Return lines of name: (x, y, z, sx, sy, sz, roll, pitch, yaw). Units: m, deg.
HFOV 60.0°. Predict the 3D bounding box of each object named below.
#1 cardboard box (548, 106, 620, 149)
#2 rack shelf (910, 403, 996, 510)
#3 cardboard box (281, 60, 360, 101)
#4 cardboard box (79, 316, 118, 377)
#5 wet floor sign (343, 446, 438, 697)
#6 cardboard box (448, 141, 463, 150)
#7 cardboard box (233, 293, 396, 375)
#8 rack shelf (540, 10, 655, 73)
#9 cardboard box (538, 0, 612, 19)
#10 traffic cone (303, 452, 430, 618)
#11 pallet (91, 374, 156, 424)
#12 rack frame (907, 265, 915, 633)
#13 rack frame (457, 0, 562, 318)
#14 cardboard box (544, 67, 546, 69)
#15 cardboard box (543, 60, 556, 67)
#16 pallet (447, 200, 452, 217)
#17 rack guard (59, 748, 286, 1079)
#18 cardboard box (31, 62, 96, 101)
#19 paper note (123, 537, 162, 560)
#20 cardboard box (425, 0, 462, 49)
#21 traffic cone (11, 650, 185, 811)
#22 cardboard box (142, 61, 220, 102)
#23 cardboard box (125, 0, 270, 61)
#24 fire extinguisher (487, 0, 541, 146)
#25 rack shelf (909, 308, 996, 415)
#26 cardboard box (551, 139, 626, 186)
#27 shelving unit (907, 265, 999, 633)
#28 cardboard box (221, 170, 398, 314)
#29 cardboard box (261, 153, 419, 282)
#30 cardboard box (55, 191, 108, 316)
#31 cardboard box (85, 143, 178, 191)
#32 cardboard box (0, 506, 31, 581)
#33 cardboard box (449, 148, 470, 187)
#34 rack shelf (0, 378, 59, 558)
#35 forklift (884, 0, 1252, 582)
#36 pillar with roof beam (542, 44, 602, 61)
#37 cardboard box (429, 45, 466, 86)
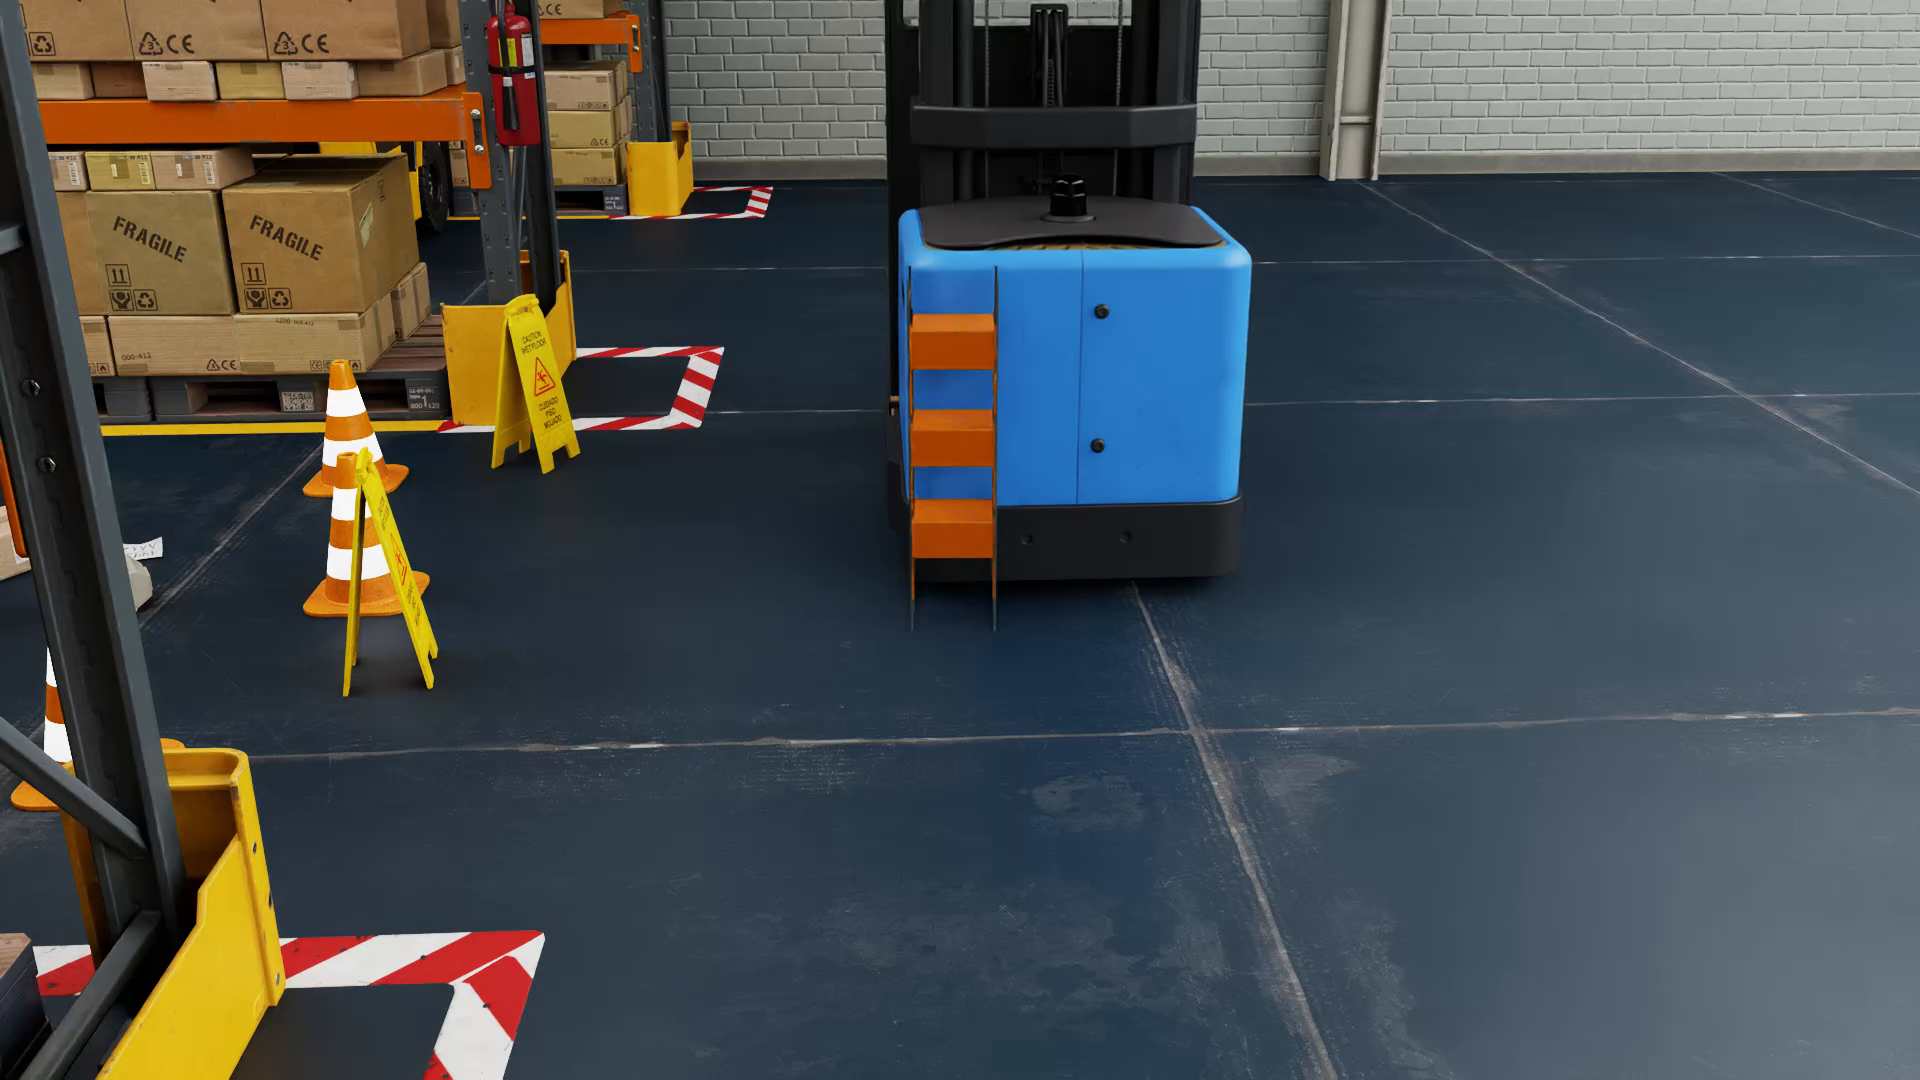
cardboard box: (-2.642, -2.870, 11.516, 0.500, 0.250, 0.500, -1, 21, -4)
rack shelf: (-0.020, -0.242, 4.812, 0.240, 0.259, 0.215, 0, 21, 0)
cardboard box: (-2.494, -1.838, 6.585, 0.250, 0.149, 0.380, -1, 21, -4)
cardboard box: (-3.718, -0.862, 6.944, 0.500, 0.250, 0.500, -2, 21, -5)
wet floor sign: (-1.587, 0.069, 4.532, 0.232, 0.644, 0.267, -5, 21, -12)
cardboard box: (-3.657, -2.846, 11.452, 0.500, 0.250, 0.500, -2, 21, -4)
cardboard box: (-2.702, -0.882, 6.996, 0.500, 0.250, 0.500, -1, 21, -3)
rack shelf: (-4.171, -3.470, 11.530, 4.000, 0.370, 1.077, -1, 21, -3)
cardboard box: (-2.650, -3.790, 11.219, 0.500, 0.500, 0.500, -2, 21, -4)
traffic cone: (-1.840, -0.043, 5.085, 0.334, 0.463, 0.336, -1, 21, -3)
pallet: (-3.991, -0.751, 7.297, 1.213, 0.211, 1.003, -1, 21, -3)
rack frame: (-0.142, -0.252, 4.808, 0.008, 1.050, 0.200, 0, 21, 0)
rack frame: (-1.887, -2.083, 6.877, 0.127, 3.000, 1.000, -1, 21, -3)
cardboard box: (-3.125, -3.092, 11.397, 0.500, 0.250, 0.500, -1, 21, -2)
cardboard box: (-3.163, -3.271, 11.866, 0.500, 0.250, 0.500, -1, 21, -3)
pallet: (-4.150, -2.489, 11.862, 1.213, 0.211, 1.003, -1, 21, -3)
rack guard: (-1.479, 0.841, 2.710, 0.348, 0.500, 1.175, -1, 21, -3)
cardboard box: (-3.521, -1.831, 6.569, 0.250, 0.149, 0.380, -1, 21, -4)
paper note: (-2.717, 0.031, 5.498, 0.142, 0.019, 0.148, -9, 23, -22)
cardboard box: (-2.375, -2.358, 7.040, 0.500, 0.500, 0.500, -1, 21, -4)
traffic cone: (-2.115, 0.365, 4.012, 0.334, 0.463, 0.336, -1, 21, -3)
cardboard box: (-3.007, -1.824, 6.550, 0.250, 0.149, 0.380, -1, 21, -2)
cardboard box: (-2.913, -2.152, 6.498, 0.500, 0.500, 0.500, -1, 21, -3)
fire extinguisher: (-1.746, -1.886, 6.467, 0.183, 0.674, 0.296, -1, 21, -3)
rack shelf: (-0.020, -0.508, 4.710, 0.240, 0.259, 0.215, 0, 21, 0)
cardboard box: (-2.625, -2.636, 11.603, 0.500, 0.250, 0.500, -1, 21, -3)
shelving unit: (-0.020, -0.252, 4.808, 0.252, 1.050, 0.215, 0, 21, 0)
cardboard box: (-2.672, -1.236, 6.872, 0.500, 0.500, 0.500, -1, 21, -3)
cardboard box: (-2.732, -1.426, 7.371, 0.500, 0.500, 0.500, -2, 21, -5)
cardboard box: (-3.697, -1.217, 6.821, 0.500, 0.500, 0.500, -2, 21, -4)
cardboard box: (-3.285, -1.504, 6.664, 0.250, 0.149, 0.380, -1, 21, -2)
cardboard box: (-3.079, -0.007, 5.430, 0.250, 0.149, 0.380, 10, 23, 25)
cardboard box: (-3.622, -2.622, 11.567, 0.500, 0.250, 0.500, -1, 21, -2)
rack shelf: (-3.500, 0.050, 2.285, 4.000, 0.370, 1.077, -1, 21, -3)
forklift: (0.268, -1.719, 6.016, 1.130, 2.935, 3.031, -1, 21, -3)
pillar with roof beam: (-2.675, -5.427, 7.228, 0.400, 9.000, 9.100, -1, 21, -3)
cardboard box: (-2.238, -2.033, 7.097, 0.250, 0.149, 0.380, -1, 21, -3)
